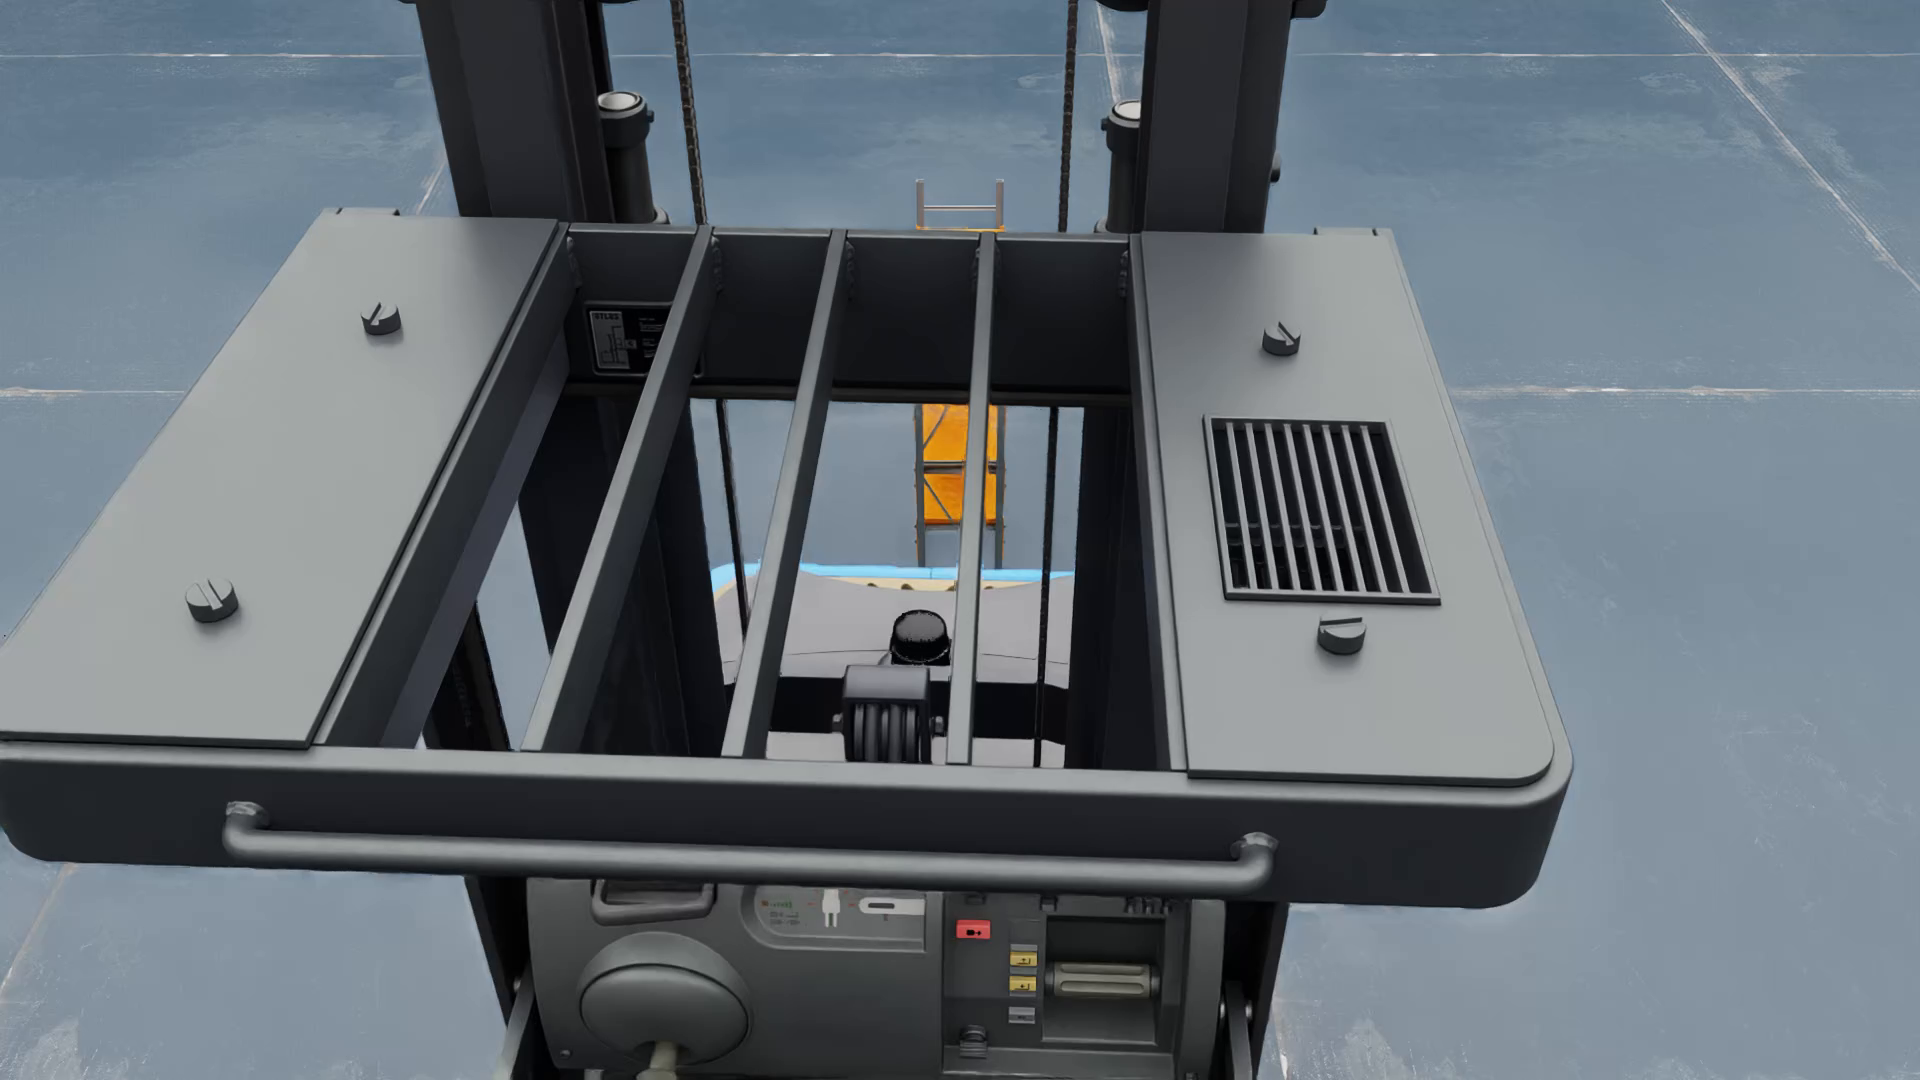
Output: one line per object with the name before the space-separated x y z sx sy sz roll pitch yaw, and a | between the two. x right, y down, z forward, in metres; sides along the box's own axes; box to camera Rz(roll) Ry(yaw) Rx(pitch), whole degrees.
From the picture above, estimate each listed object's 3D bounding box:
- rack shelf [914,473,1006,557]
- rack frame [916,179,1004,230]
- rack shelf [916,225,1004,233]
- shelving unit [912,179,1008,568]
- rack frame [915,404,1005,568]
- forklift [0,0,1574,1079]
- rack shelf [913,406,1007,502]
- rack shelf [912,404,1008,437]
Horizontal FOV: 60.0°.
rack shelf | 0.000 -0.157 4.912 0.258 0.148 0.480 0 39 0
rack frame | 0.000 -0.517 4.936 0.240 1.200 0.015 0 39 0
rack shelf | 0.000 -0.671 4.500 0.258 0.148 0.480 0 39 0
shelving unit | 0.000 -0.365 4.746 0.258 1.200 0.503 0 39 0
rack frame | 0.000 -0.212 4.555 0.240 1.200 0.015 0 39 0
forklift | -0.121 0.666 2.075 1.130 2.935 3.031 1 39 2
rack shelf | 0.000 -0.312 4.788 0.258 0.148 0.480 0 39 0
rack shelf | 0.000 -0.487 4.648 0.258 0.148 0.480 0 39 0
